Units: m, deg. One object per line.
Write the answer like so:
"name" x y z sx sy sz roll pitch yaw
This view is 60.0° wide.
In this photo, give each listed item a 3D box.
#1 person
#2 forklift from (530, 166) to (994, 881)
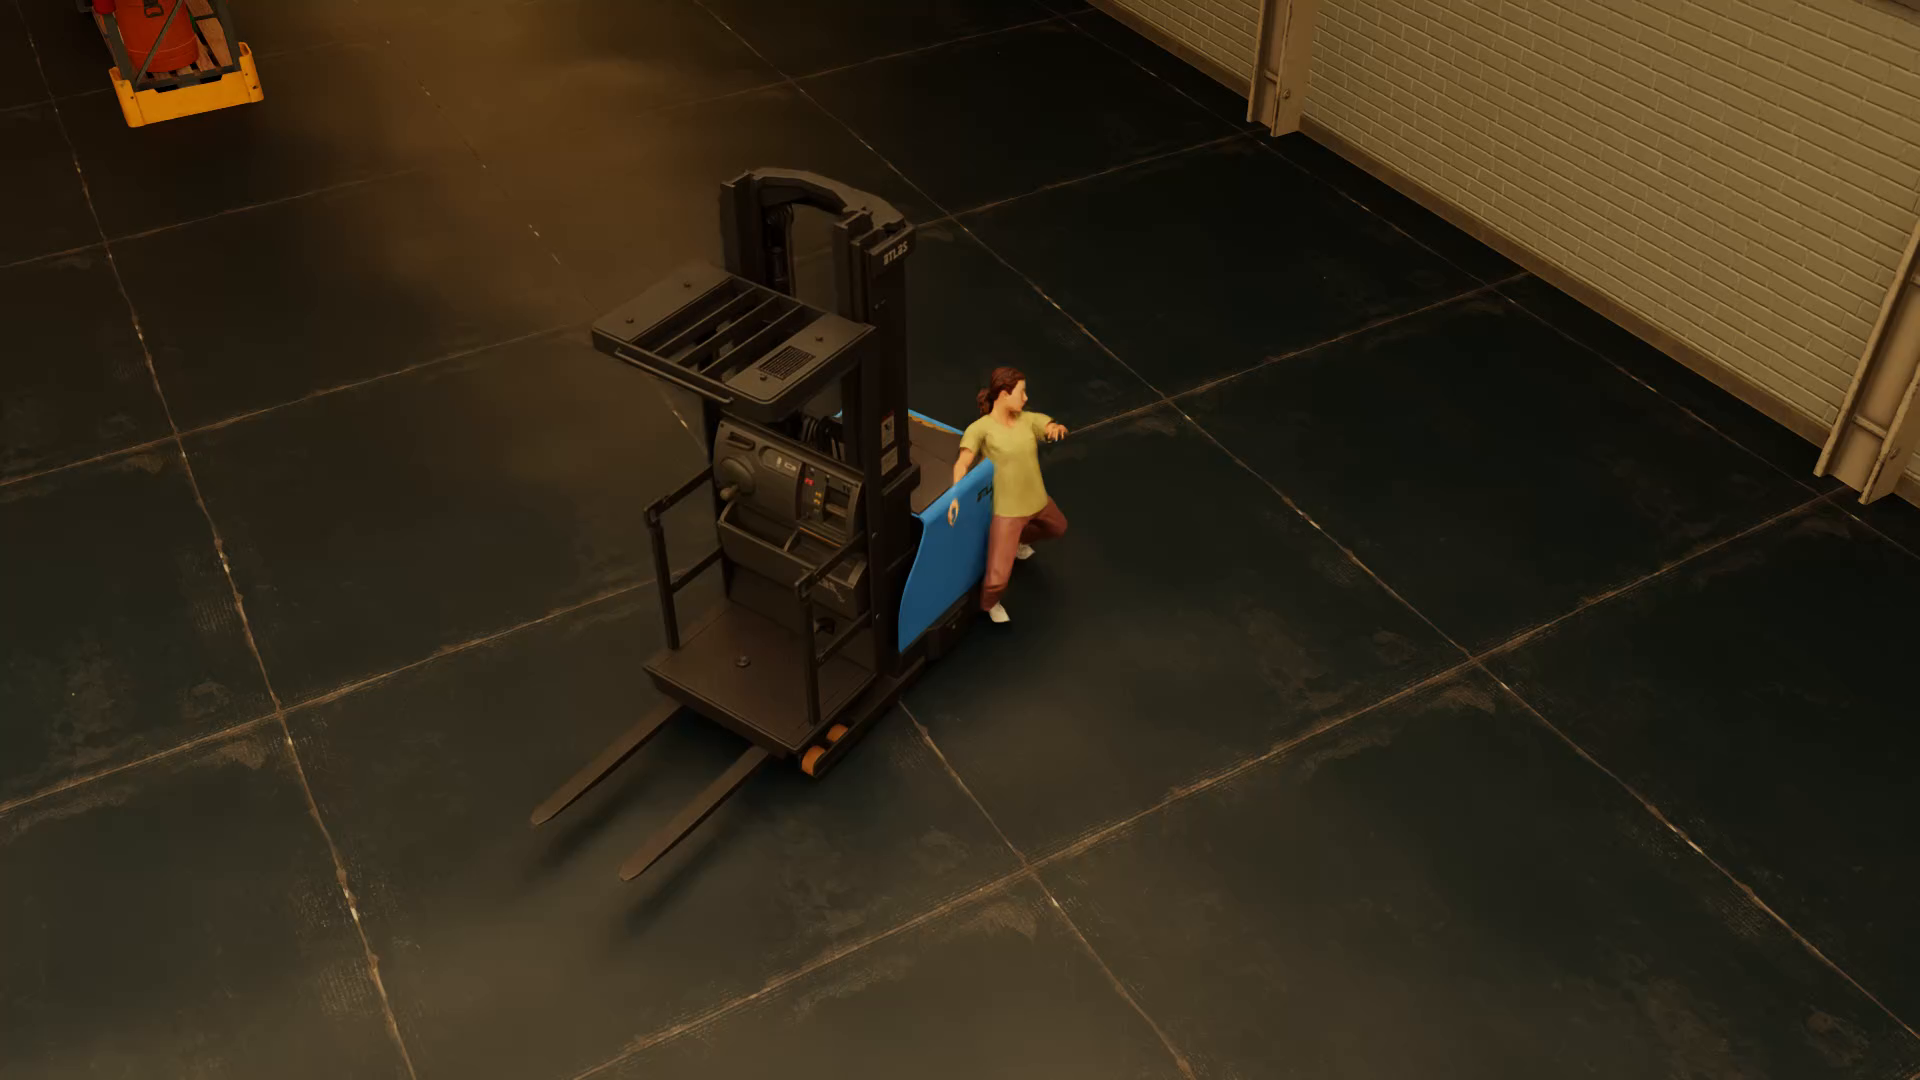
"person" 0.226 -0.177 9.386 0.961 1.438 0.740 -32 49 -32
"forklift" -1.003 -0.225 8.308 1.130 2.935 3.031 24 45 26
